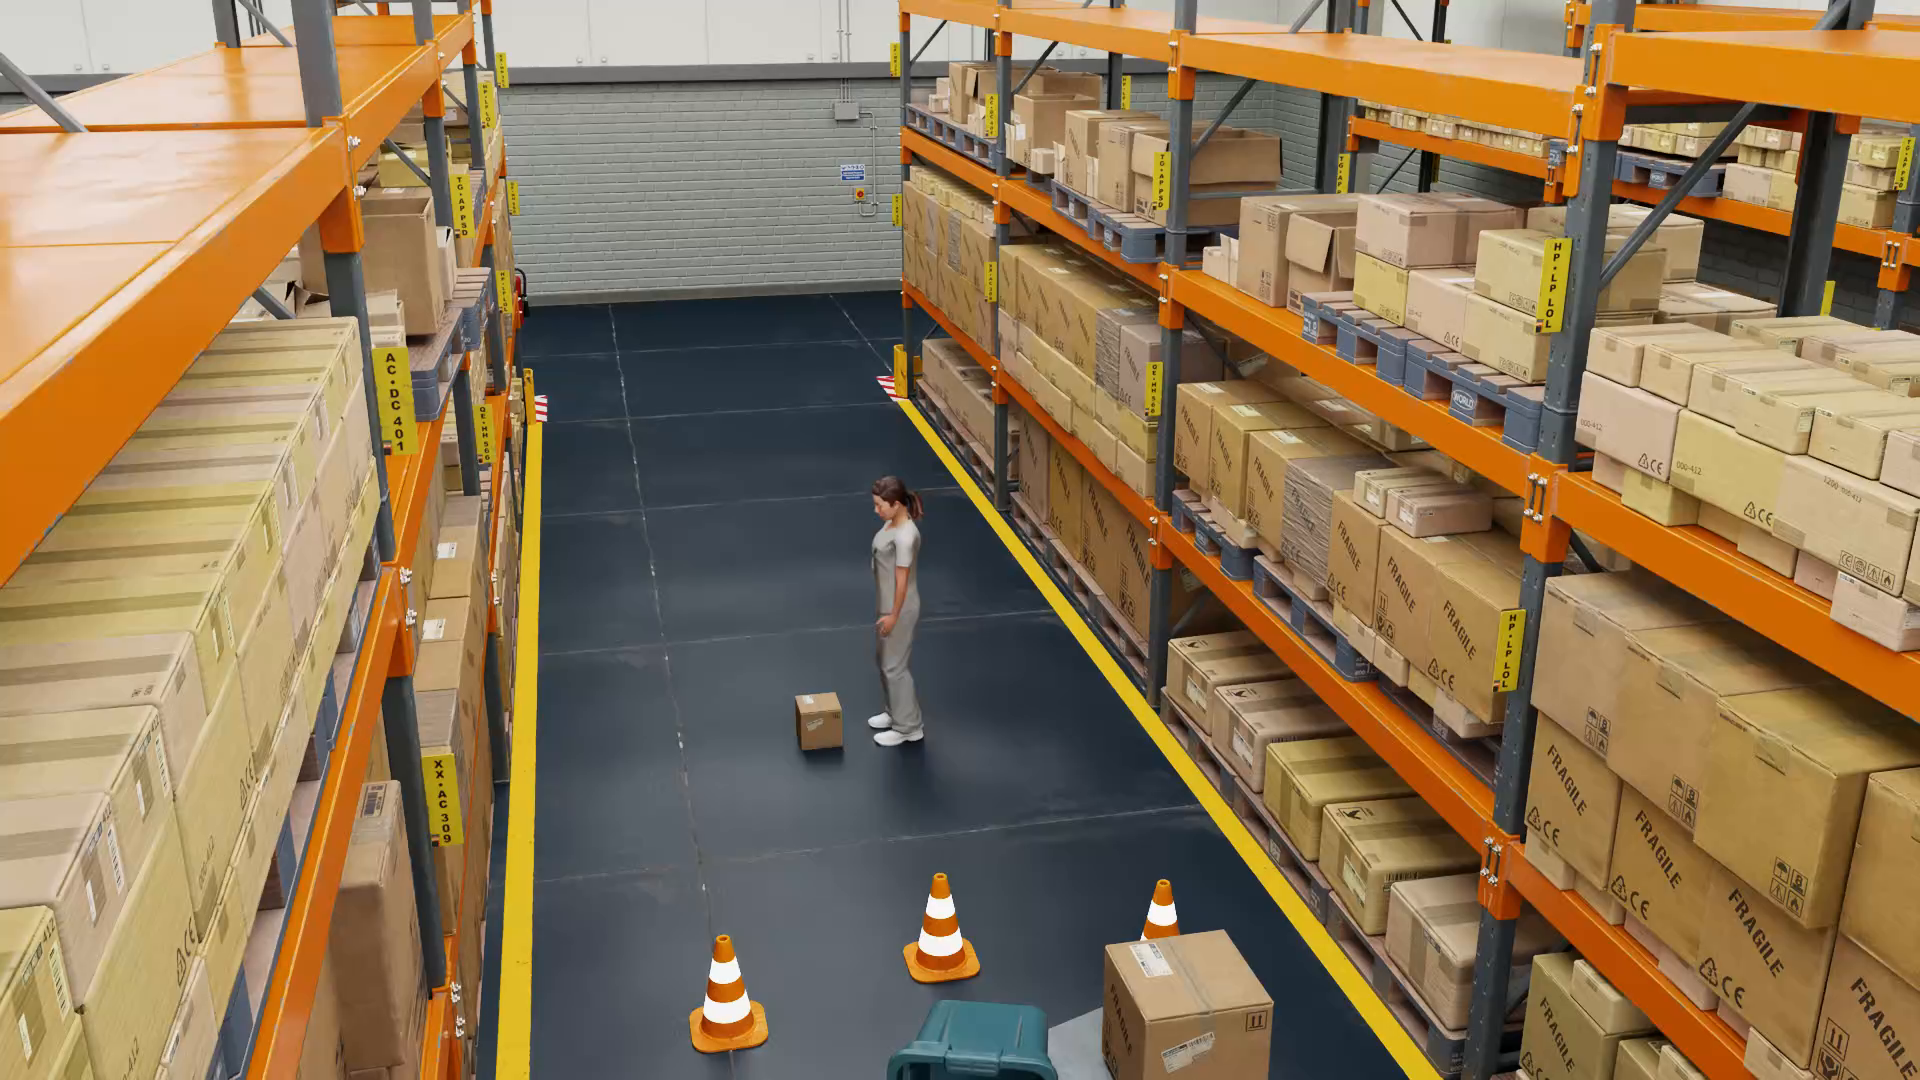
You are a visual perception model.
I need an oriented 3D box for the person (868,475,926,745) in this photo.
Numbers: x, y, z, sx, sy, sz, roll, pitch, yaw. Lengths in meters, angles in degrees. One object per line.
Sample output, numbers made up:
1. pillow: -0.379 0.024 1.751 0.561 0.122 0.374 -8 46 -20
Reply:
1. person: -0.369 0.409 9.947 0.354 1.669 0.444 -4 20 -11
